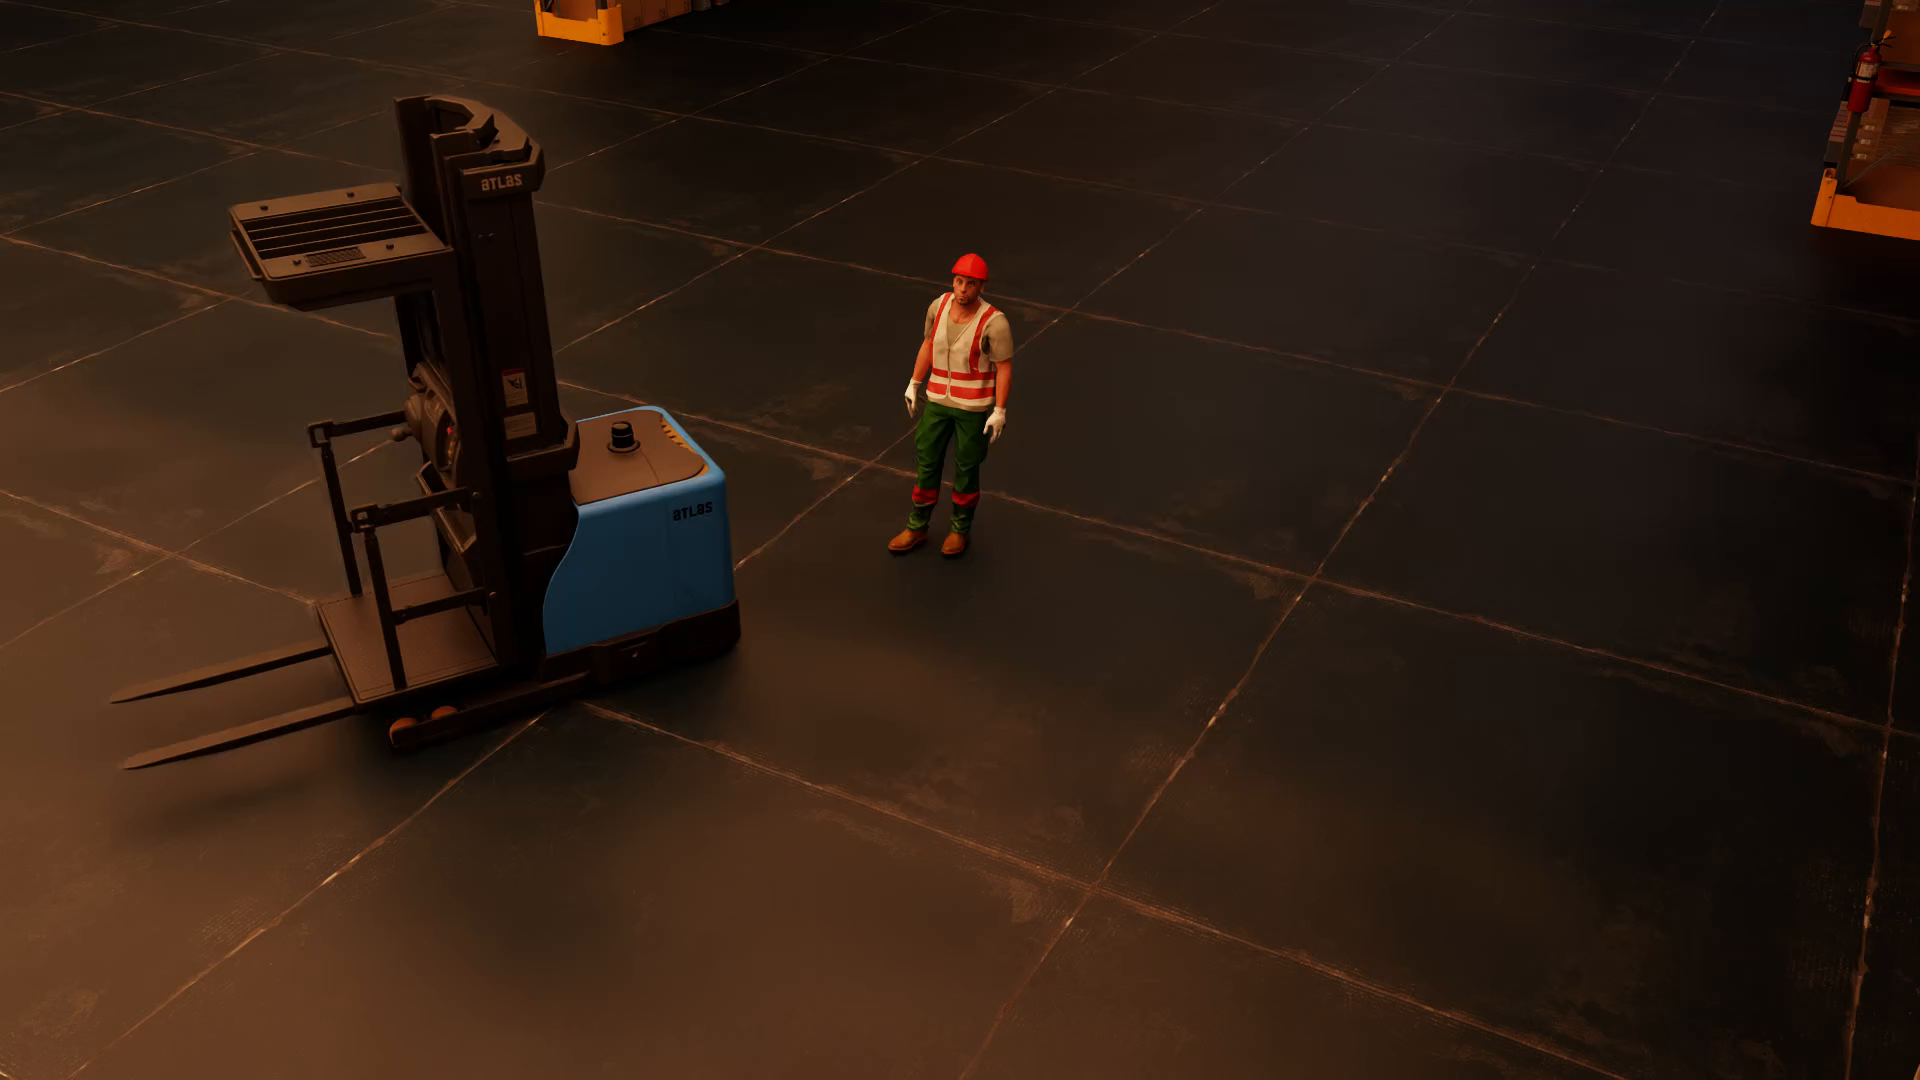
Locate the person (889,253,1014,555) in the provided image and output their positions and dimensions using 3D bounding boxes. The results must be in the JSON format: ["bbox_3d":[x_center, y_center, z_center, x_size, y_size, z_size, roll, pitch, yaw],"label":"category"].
[{"bbox_3d":[-0.048,-0.748,9.495,0.638,1.789,0.562,15,33,25],"label":"person"}]

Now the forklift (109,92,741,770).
[{"bbox_3d":[-2.721,-0.529,7.987,3.031,2.935,1.130,-16,34,-25],"label":"forklift"}]
